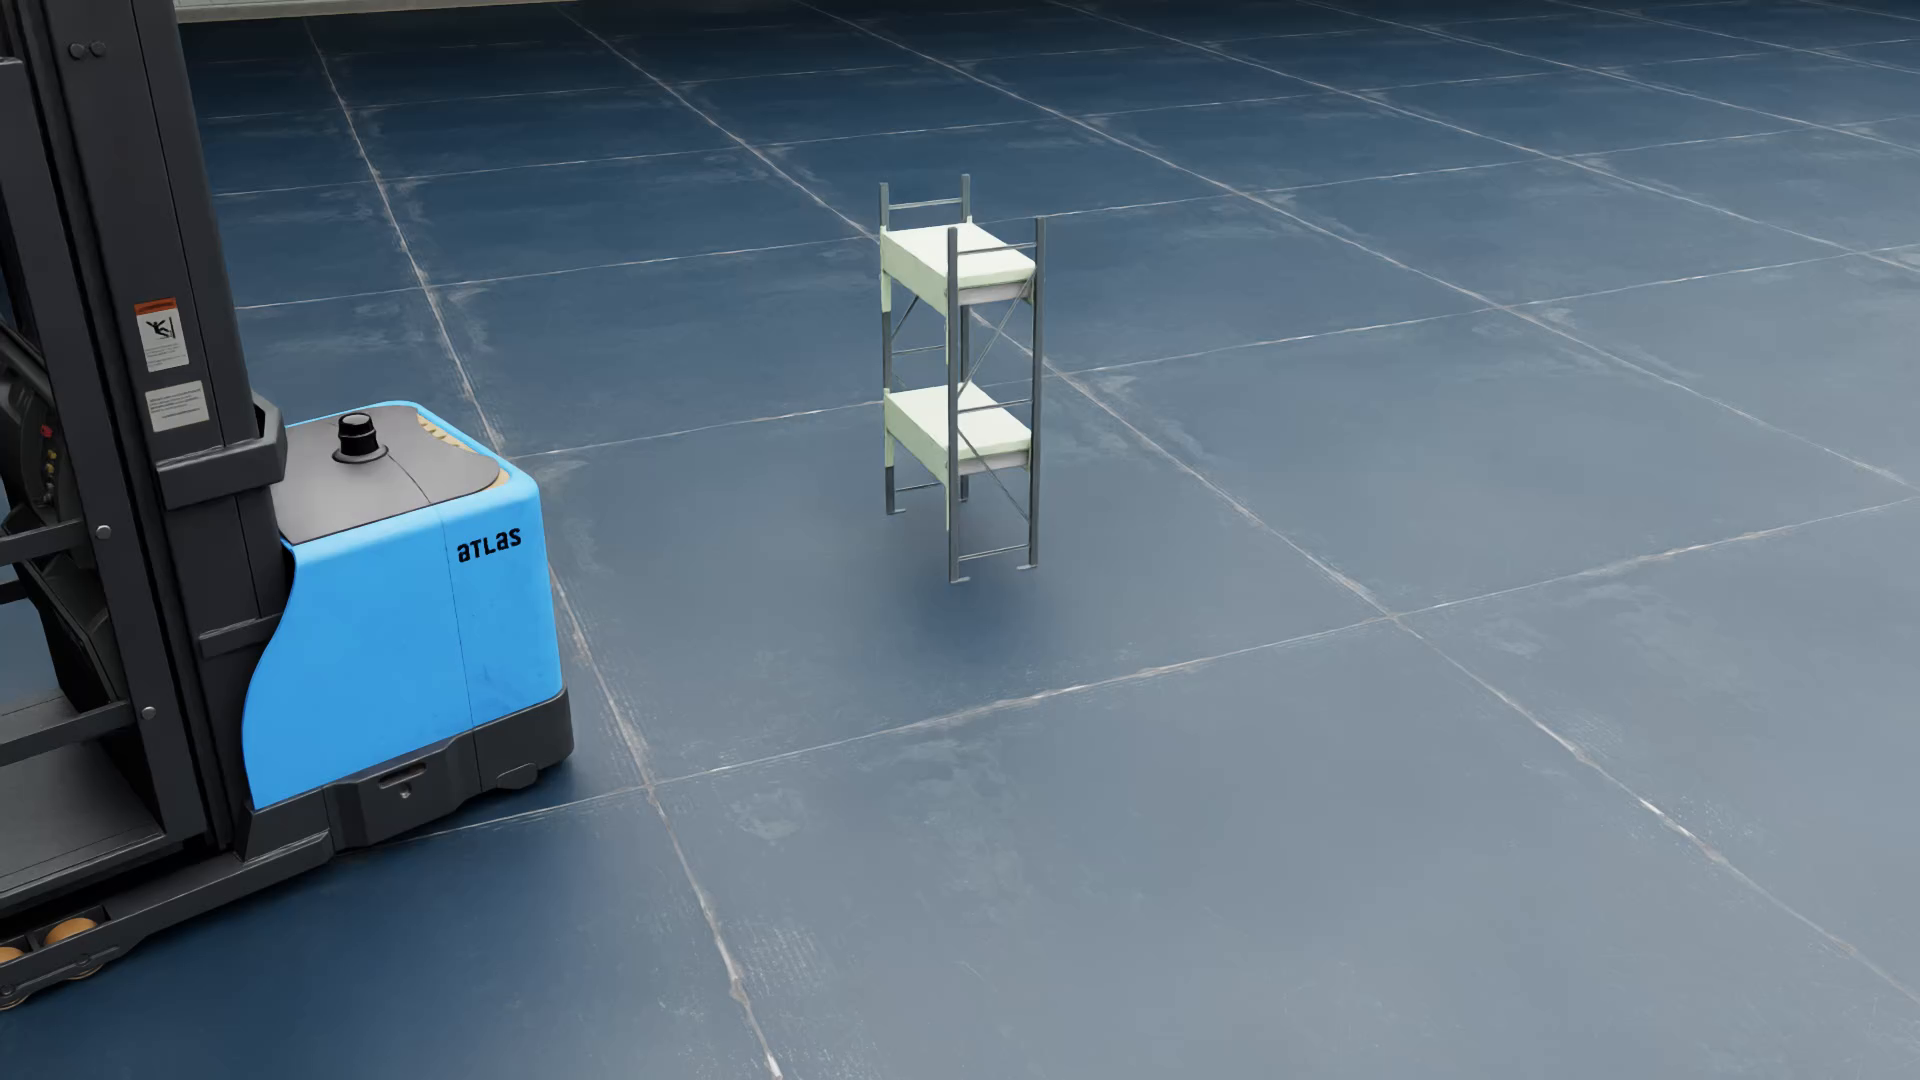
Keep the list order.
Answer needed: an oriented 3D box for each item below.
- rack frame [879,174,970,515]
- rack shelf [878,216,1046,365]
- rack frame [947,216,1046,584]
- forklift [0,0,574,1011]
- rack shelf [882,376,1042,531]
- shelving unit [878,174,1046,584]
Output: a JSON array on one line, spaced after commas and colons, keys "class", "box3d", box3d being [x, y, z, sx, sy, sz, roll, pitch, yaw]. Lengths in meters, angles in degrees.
[{"class": "rack frame", "box3d": [-0.146, -0.824, 7.229, 0.400, 1.500, 0.023, -11, 28, -21]}, {"class": "rack shelf", "box3d": [-0.003, -1.027, 6.755, 0.431, 0.370, 0.720, -11, 28, -21]}, {"class": "rack frame", "box3d": [0.141, -0.529, 6.624, 0.400, 1.500, 0.023, -11, 28, -21]}, {"class": "forklift", "box3d": [-2.756, -0.280, 4.483, 3.031, 2.935, 1.130, -21, 33, -36]}, {"class": "rack shelf", "box3d": [-0.003, -0.384, 7.069, 0.431, 0.370, 0.720, -11, 28, -21]}, {"class": "shelving unit", "box3d": [-0.003, -0.677, 6.926, 0.431, 1.500, 0.755, -11, 28, -21]}]
